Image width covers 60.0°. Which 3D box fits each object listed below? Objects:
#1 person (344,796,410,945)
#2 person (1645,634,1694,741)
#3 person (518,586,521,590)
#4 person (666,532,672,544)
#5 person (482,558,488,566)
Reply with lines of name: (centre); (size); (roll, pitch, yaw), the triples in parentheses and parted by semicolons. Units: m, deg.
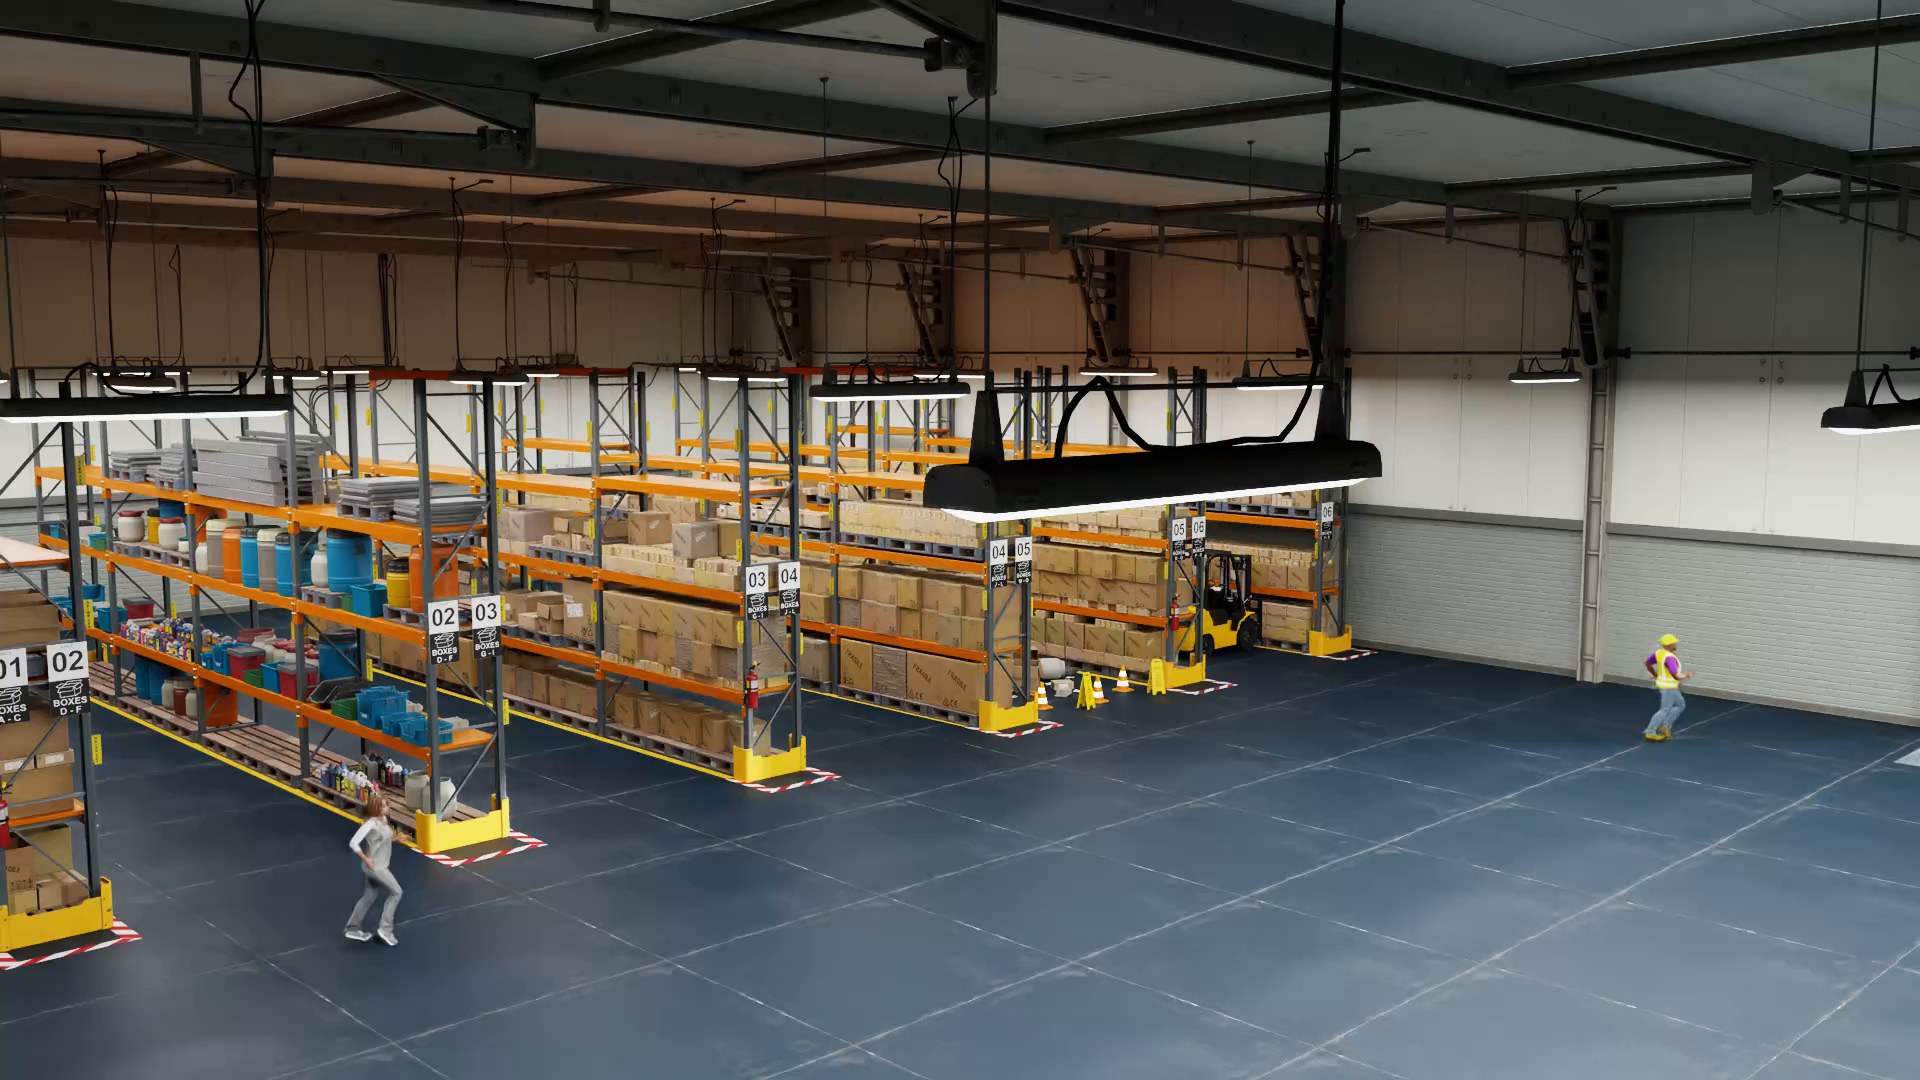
person: (-6.253, 3.544, 17.826); (0.701, 1.641, 0.506); (-2, 7, -14)
person: (11.522, 2.413, 27.014); (0.711, 1.784, 0.671); (1, 7, 11)
person: (-8.700, 1.737, 33.440); (0.628, 1.667, 0.547); (6, 9, 43)
person: (-7.740, 0.509, 44.181); (0.691, 1.685, 0.769); (-1, 6, -6)
person: (-11.423, 0.992, 39.738); (0.699, 1.830, 0.812); (2, 7, 20)
